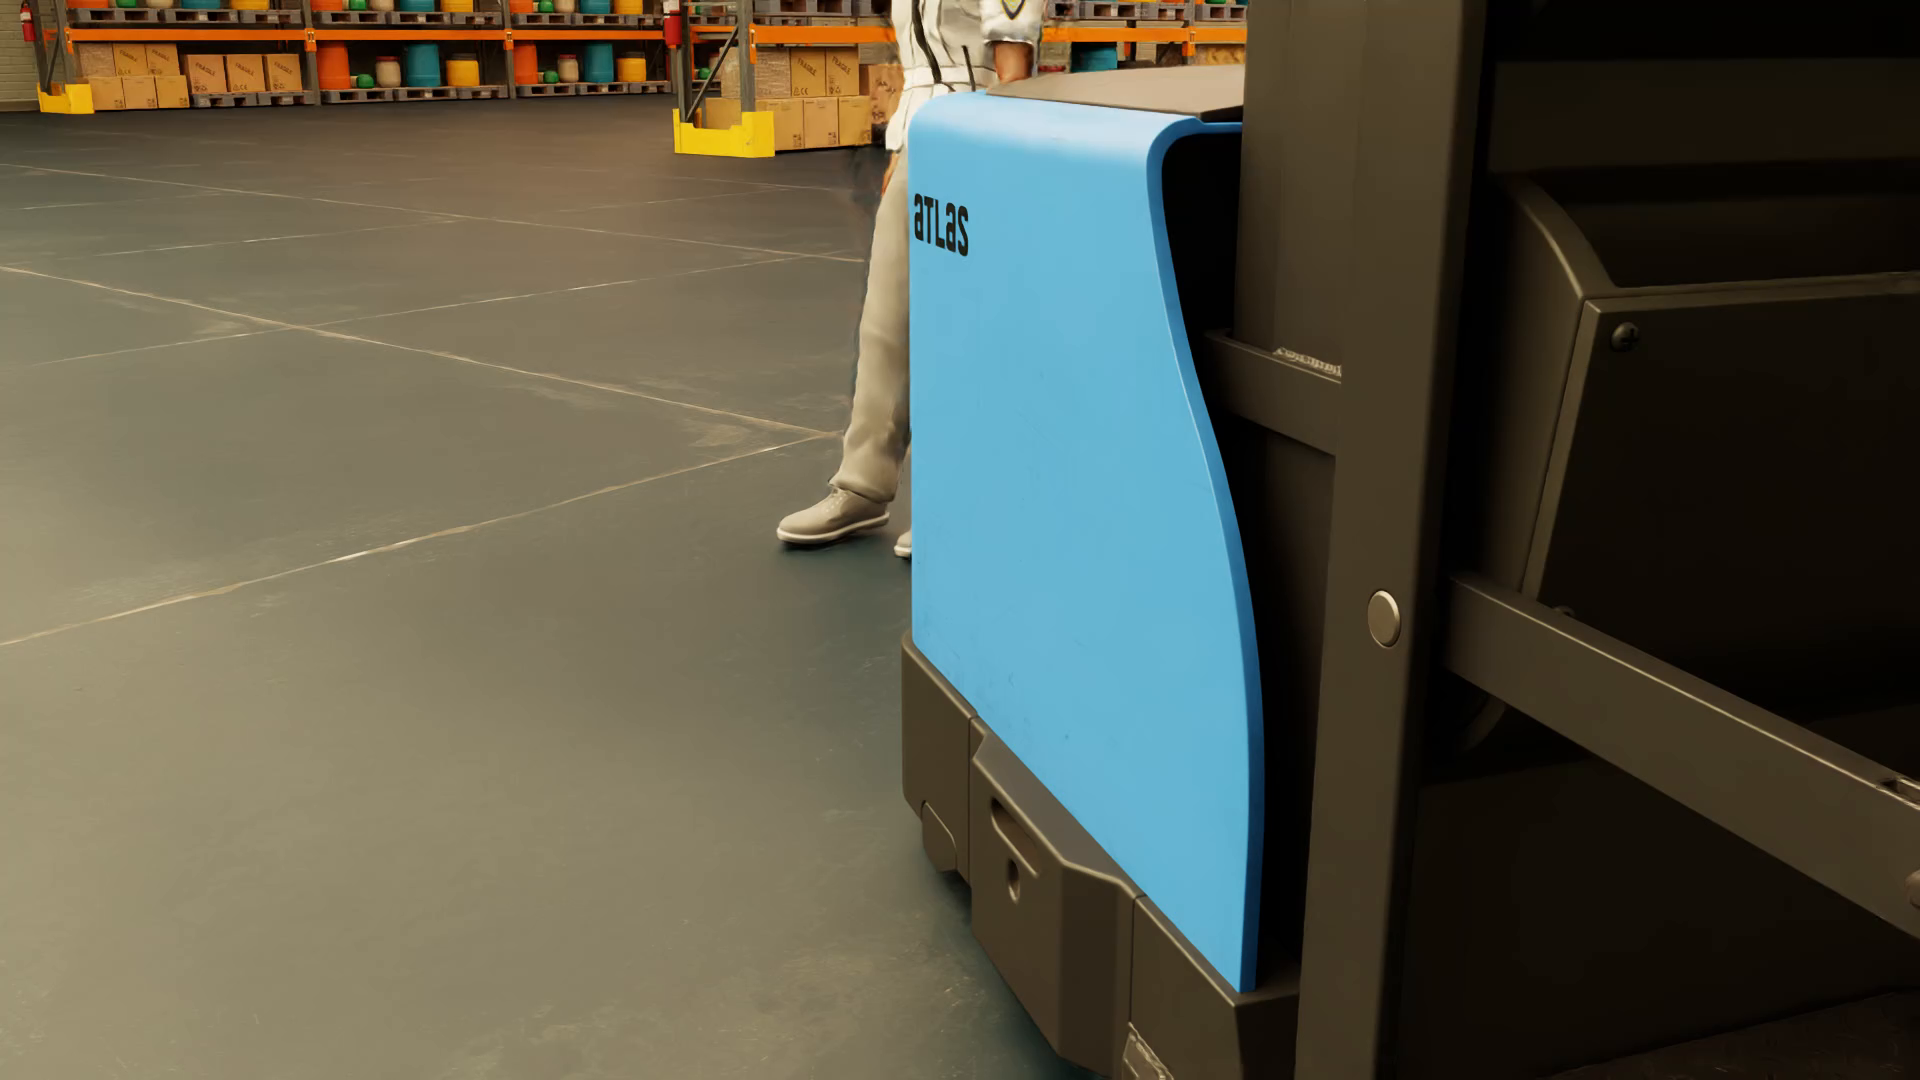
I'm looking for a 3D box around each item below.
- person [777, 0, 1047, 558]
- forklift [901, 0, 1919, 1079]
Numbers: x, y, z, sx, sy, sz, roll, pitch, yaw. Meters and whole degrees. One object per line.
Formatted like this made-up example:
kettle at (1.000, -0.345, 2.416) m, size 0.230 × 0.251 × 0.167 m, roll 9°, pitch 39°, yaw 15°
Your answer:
person at (-0.114, -0.805, 3.659) m, size 0.604 × 1.696 × 0.537 m, roll -6°, pitch 18°, yaw -19°
forklift at (0.887, -0.617, 0.929) m, size 1.130 × 2.935 × 3.031 m, roll -6°, pitch 18°, yaw -19°
